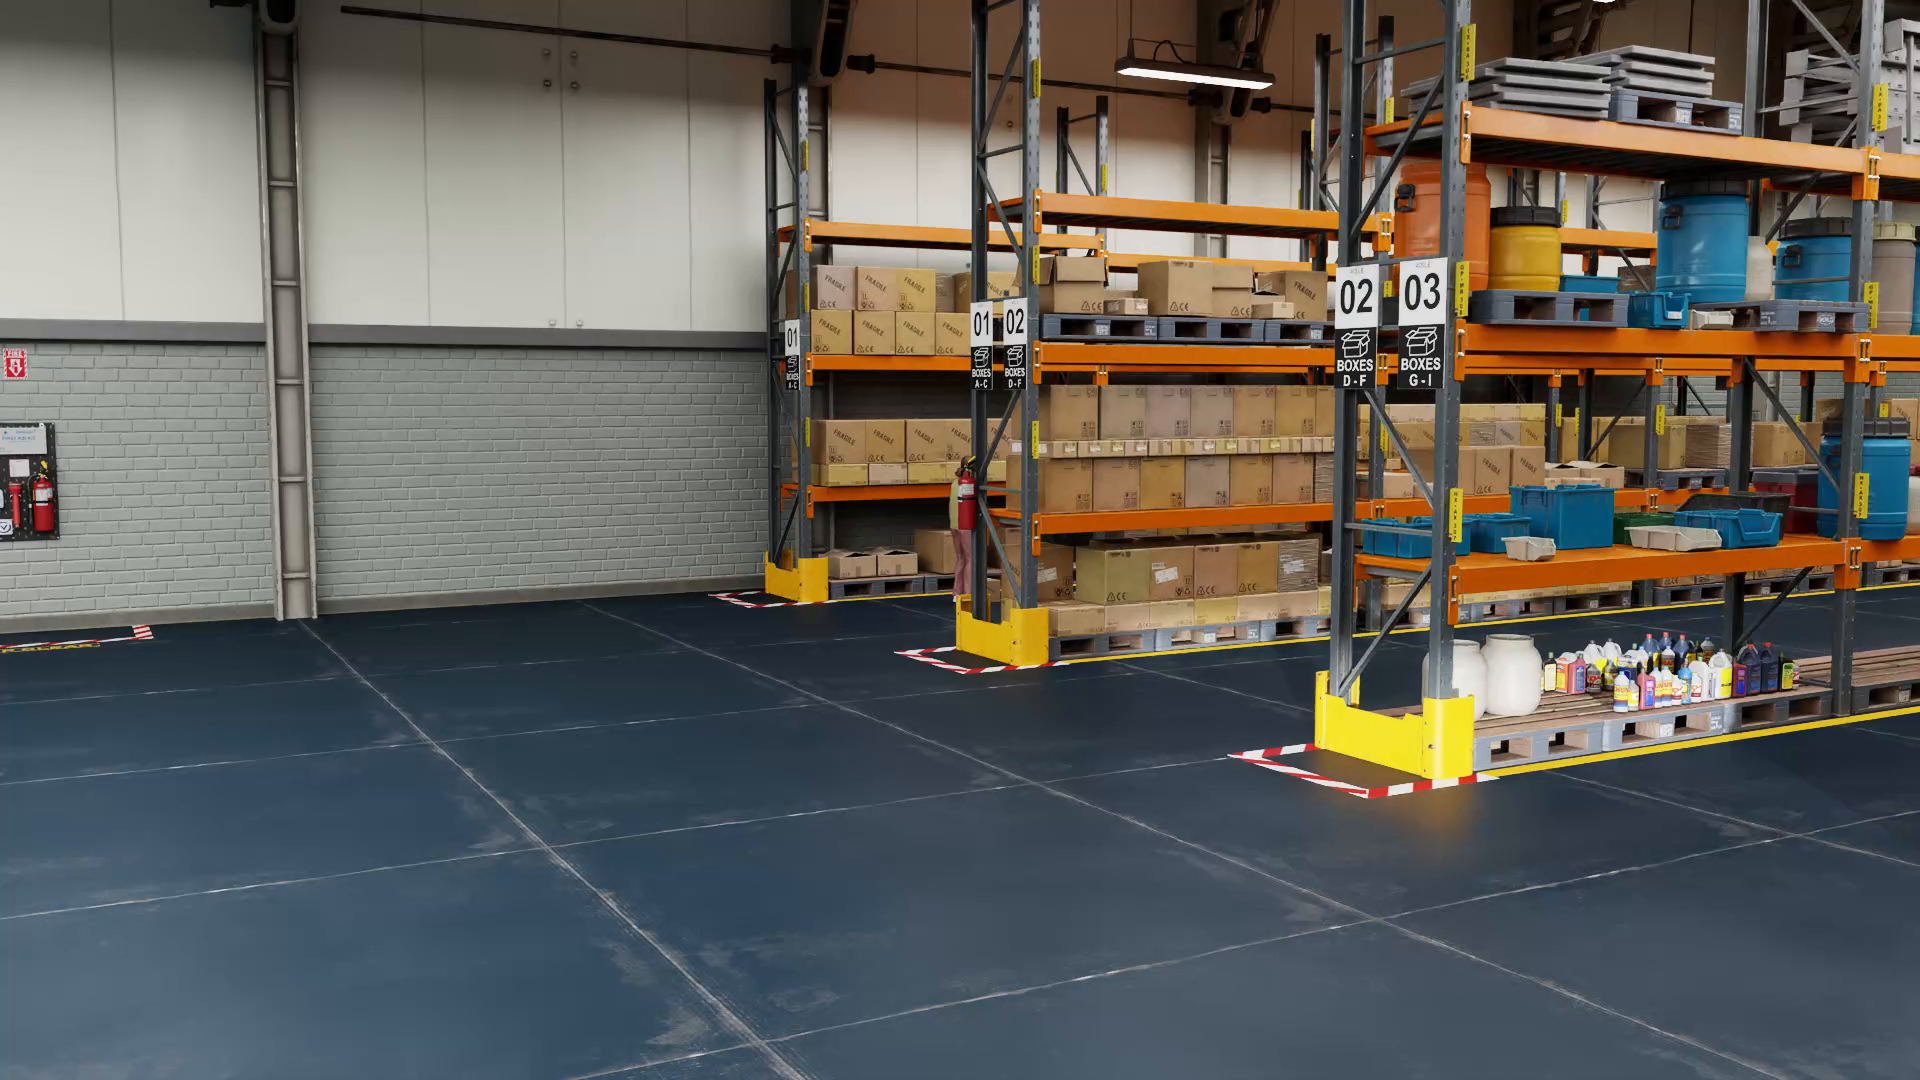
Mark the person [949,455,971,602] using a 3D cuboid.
[{"bbox_3d":[0.078,-0.120,18.812,0.357,1.673,0.517,-3,6,-31],"label":"person"}]
